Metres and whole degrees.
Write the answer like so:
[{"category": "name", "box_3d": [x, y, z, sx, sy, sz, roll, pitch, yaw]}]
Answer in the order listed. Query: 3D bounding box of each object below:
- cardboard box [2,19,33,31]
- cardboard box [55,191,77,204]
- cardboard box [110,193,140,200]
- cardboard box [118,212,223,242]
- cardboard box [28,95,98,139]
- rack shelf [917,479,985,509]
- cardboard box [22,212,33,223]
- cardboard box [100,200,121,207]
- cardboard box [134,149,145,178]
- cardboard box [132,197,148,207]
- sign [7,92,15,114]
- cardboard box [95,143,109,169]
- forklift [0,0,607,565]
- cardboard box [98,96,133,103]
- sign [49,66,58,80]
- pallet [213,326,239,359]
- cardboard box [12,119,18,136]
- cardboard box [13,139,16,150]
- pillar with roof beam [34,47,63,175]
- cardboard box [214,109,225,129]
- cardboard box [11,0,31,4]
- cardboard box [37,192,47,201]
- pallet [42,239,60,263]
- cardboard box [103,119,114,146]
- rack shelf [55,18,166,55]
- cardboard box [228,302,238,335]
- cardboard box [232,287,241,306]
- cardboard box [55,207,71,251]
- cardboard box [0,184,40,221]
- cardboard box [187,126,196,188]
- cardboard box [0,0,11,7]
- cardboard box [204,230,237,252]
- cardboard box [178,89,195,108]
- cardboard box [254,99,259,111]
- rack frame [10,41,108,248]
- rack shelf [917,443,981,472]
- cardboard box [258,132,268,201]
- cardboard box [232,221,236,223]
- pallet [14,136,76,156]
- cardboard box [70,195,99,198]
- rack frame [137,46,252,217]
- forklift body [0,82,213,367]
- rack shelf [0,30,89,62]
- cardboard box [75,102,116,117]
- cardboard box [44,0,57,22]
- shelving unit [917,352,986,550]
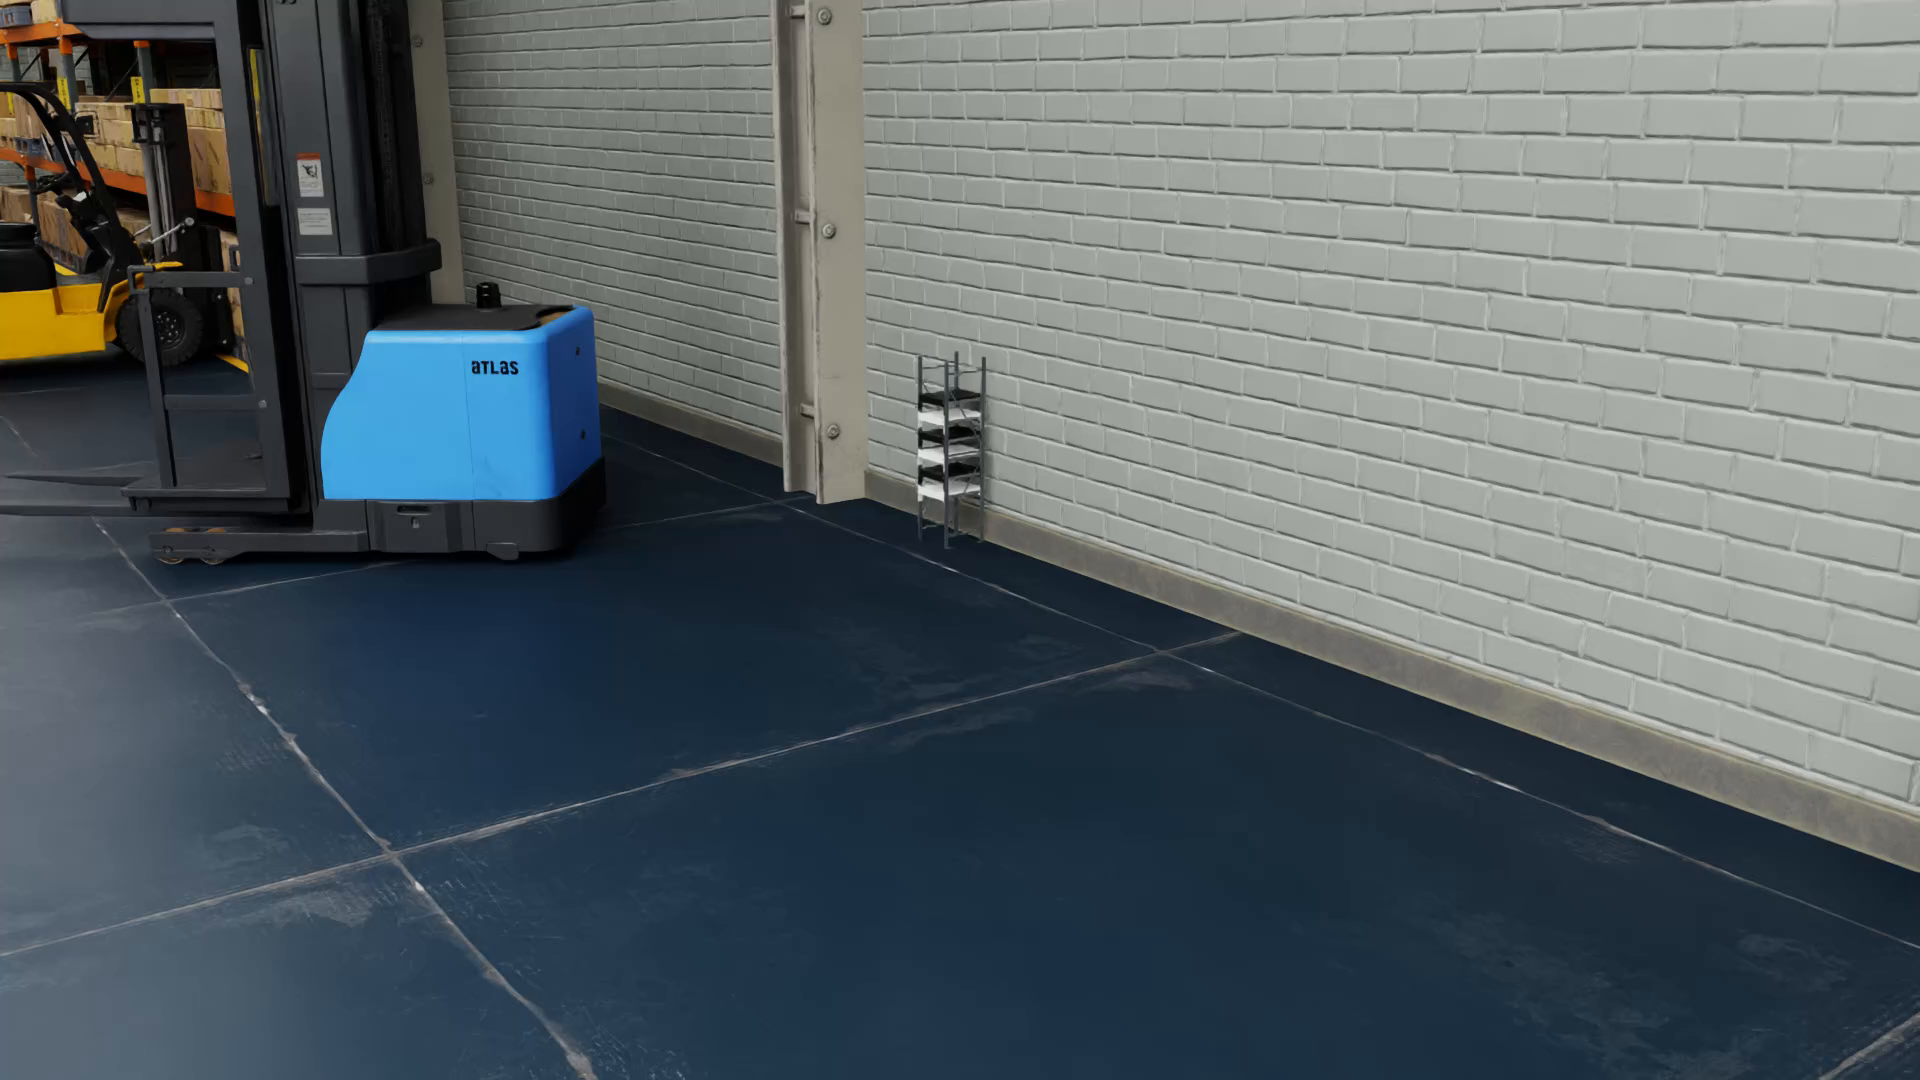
[{"category": "cardboard box", "box_3d": [-12.076, -6.611, 21.344, 0.380, 0.149, 0.250, -11, 19, -35]}, {"category": "cardboard box", "box_3d": [-10.956, -4.231, 20.563, 0.380, 0.149, 0.250, -11, 19, -35]}, {"category": "cardboard box", "box_3d": [-10.132, -4.138, 20.224, 0.380, 0.149, 0.250, -11, 19, -34]}, {"category": "cardboard box", "box_3d": [-8.132, -3.041, 17.206, 0.875, 0.625, 0.625, -12, 19, -37]}, {"category": "cardboard box", "box_3d": [-10.756, -5.089, 20.004, 0.700, 0.500, 0.500, -11, 19, -35]}, {"category": "rack shelf", "box_3d": [-0.042, -0.222, 7.987, 0.258, 0.077, 0.200, -12, 19, -37]}, {"category": "cardboard box", "box_3d": [-12.401, -4.288, 22.446, 0.396, 0.266, 0.258, -10, 18, -33]}, {"category": "cardboard box", "box_3d": [-9.769, -3.777, 18.903, 0.380, 0.149, 0.250, -12, 19, -37]}, {"category": "cardboard box", "box_3d": [-7.430, -3.541, 15.617, 0.500, 0.250, 0.500, -10, 18, -33]}, {"category": "cardboard box", "box_3d": [-9.463, -3.931, 19.468, 0.380, 0.149, 0.250, -10, 18, -33]}, {"category": "sign", "box_3d": [-12.060, -5.587, 21.165, 0.100, 0.325, 0.005, -11, 19, -35]}, {"category": "cardboard box", "box_3d": [-8.610, -3.979, 17.215, 0.500, 0.250, 0.500, -12, 19, -36]}, {"category": "forklift", "box_3d": [-3.336, -1.440, 7.784, 3.031, 2.935, 1.130, 0, 15, 2]}, {"category": "cardboard box", "box_3d": [-9.450, -4.786, 18.894, 0.500, 0.500, 0.500, -10, 18, -32]}, {"category": "sign", "box_3d": [-13.517, -6.902, 24.819, 0.100, 0.325, 0.005, -11, 19, -35]}, {"category": "pallet", "box_3d": [-5.767, -1.765, 14.123, 1.003, 0.211, 1.213, -11, 19, -35]}, {"category": "cardboard box", "box_3d": [-12.122, -5.397, 21.833, 0.500, 0.250, 0.500, -10, 18, -33]}, {"category": "cardboard box", "box_3d": [-12.361, -5.267, 22.112, 0.380, 0.149, 0.250, -10, 18, -33]}, {"category": "pillar with roof beam", "box_3d": [-18.316, -9.050, 24.096, 9.100, 9.000, 0.400, -11, 19, -35]}, {"category": "cardboard box", "box_3d": [-5.610, -3.303, 13.045, 0.380, 0.149, 0.250, -12, 19, -36]}, {"category": "cardboard box", "box_3d": [-11.027, -6.432, 19.705, 0.380, 0.149, 0.250, -10, 18, -33]}, {"category": "cardboard box", "box_3d": [-11.630, -4.447, 21.352, 0.380, 0.149, 0.250, -10, 18, -32]}, {"category": "pallet", "box_3d": [-11.117, -3.742, 21.348, 1.003, 0.211, 1.213, -11, 19, -35]}, {"category": "cardboard box", "box_3d": [-8.303, -4.110, 16.748, 0.500, 0.250, 0.500, -11, 19, -34]}, {"category": "rack shelf", "box_3d": [-8.098, -5.073, 16.611, 1.077, 0.370, 4.000, -11, 19, -35]}, {"category": "cardboard box", "box_3d": [-5.673, -1.836, 13.515, 0.500, 0.250, 0.500, -11, 19, -34]}, {"category": "cardboard box", "box_3d": [-5.395, -1.974, 13.073, 0.500, 0.250, 0.500, -11, 19, -35]}, {"category": "cardboard box", "box_3d": [-10.612, -3.782, 20.153, 0.500, 0.500, 0.500, -12, 19, -37]}, {"category": "cardboard box", "box_3d": [-13.695, -4.962, 24.457, 0.797, 0.503, 0.637, -12, 19, -37]}, {"category": "cardboard box", "box_3d": [-6.254, -3.243, 14.053, 0.500, 0.500, 0.500, -11, 19, -35]}, {"category": "cardboard box", "box_3d": [-11.648, -6.645, 20.482, 0.380, 0.149, 0.250, -11, 19, -34]}, {"category": "cardboard box", "box_3d": [-5.995, -2.425, 13.772, 0.500, 0.250, 0.500, -11, 19, -36]}, {"category": "cardboard box", "box_3d": [-6.348, -3.720, 14.004, 0.380, 0.149, 0.250, -11, 19, -35]}, {"category": "cardboard box", "box_3d": [-5.121, -3.289, 12.428, 0.380, 0.149, 0.250, -11, 19, -34]}, {"category": "rack frame", "box_3d": [-11.626, -5.255, 21.593, 1.000, 3.000, 0.127, -11, 19, -35]}, {"category": "rack shelf", "box_3d": [-0.041, -0.395, 7.940, 0.258, 0.077, 0.200, -12, 19, -37]}, {"category": "cardboard box", "box_3d": [-5.072, -2.805, 12.453, 0.500, 0.500, 0.500, -11, 19, -36]}, {"category": "cardboard box", "box_3d": [-6.166, -2.724, 14.866, 0.500, 0.250, 0.500, -11, 19, -35]}, {"category": "pallet", "box_3d": [-11.244, -4.975, 20.933, 1.003, 0.211, 1.213, -11, 19, -35]}, {"category": "cardboard box", "box_3d": [-10.339, -4.010, 19.755, 0.380, 0.149, 0.250, -11, 19, -35]}, {"category": "rack frame", "box_3d": [-6.922, -3.547, 15.352, 1.000, 3.000, 0.127, -11, 19, -35]}, {"category": "forklift body", "box_3d": [-7.161, -2.405, 12.788, 2.313, 2.155, 1.214, -11, 19, -35]}, {"category": "rack shelf", "box_3d": [-12.802, -6.782, 22.853, 1.077, 0.370, 4.000, -11, 19, -35]}, {"category": "cardboard box", "box_3d": [-9.325, -4.648, 17.958, 0.380, 0.149, 0.250, -10, 18, -33]}, {"category": "cardboard box", "box_3d": [-9.772, -5.847, 18.359, 0.500, 0.250, 0.500, -12, 19, -36]}, {"category": "shelving unit", "box_3d": [-0.041, -0.428, 7.931, 0.258, 0.900, 0.210, -12, 19, -37]}]
